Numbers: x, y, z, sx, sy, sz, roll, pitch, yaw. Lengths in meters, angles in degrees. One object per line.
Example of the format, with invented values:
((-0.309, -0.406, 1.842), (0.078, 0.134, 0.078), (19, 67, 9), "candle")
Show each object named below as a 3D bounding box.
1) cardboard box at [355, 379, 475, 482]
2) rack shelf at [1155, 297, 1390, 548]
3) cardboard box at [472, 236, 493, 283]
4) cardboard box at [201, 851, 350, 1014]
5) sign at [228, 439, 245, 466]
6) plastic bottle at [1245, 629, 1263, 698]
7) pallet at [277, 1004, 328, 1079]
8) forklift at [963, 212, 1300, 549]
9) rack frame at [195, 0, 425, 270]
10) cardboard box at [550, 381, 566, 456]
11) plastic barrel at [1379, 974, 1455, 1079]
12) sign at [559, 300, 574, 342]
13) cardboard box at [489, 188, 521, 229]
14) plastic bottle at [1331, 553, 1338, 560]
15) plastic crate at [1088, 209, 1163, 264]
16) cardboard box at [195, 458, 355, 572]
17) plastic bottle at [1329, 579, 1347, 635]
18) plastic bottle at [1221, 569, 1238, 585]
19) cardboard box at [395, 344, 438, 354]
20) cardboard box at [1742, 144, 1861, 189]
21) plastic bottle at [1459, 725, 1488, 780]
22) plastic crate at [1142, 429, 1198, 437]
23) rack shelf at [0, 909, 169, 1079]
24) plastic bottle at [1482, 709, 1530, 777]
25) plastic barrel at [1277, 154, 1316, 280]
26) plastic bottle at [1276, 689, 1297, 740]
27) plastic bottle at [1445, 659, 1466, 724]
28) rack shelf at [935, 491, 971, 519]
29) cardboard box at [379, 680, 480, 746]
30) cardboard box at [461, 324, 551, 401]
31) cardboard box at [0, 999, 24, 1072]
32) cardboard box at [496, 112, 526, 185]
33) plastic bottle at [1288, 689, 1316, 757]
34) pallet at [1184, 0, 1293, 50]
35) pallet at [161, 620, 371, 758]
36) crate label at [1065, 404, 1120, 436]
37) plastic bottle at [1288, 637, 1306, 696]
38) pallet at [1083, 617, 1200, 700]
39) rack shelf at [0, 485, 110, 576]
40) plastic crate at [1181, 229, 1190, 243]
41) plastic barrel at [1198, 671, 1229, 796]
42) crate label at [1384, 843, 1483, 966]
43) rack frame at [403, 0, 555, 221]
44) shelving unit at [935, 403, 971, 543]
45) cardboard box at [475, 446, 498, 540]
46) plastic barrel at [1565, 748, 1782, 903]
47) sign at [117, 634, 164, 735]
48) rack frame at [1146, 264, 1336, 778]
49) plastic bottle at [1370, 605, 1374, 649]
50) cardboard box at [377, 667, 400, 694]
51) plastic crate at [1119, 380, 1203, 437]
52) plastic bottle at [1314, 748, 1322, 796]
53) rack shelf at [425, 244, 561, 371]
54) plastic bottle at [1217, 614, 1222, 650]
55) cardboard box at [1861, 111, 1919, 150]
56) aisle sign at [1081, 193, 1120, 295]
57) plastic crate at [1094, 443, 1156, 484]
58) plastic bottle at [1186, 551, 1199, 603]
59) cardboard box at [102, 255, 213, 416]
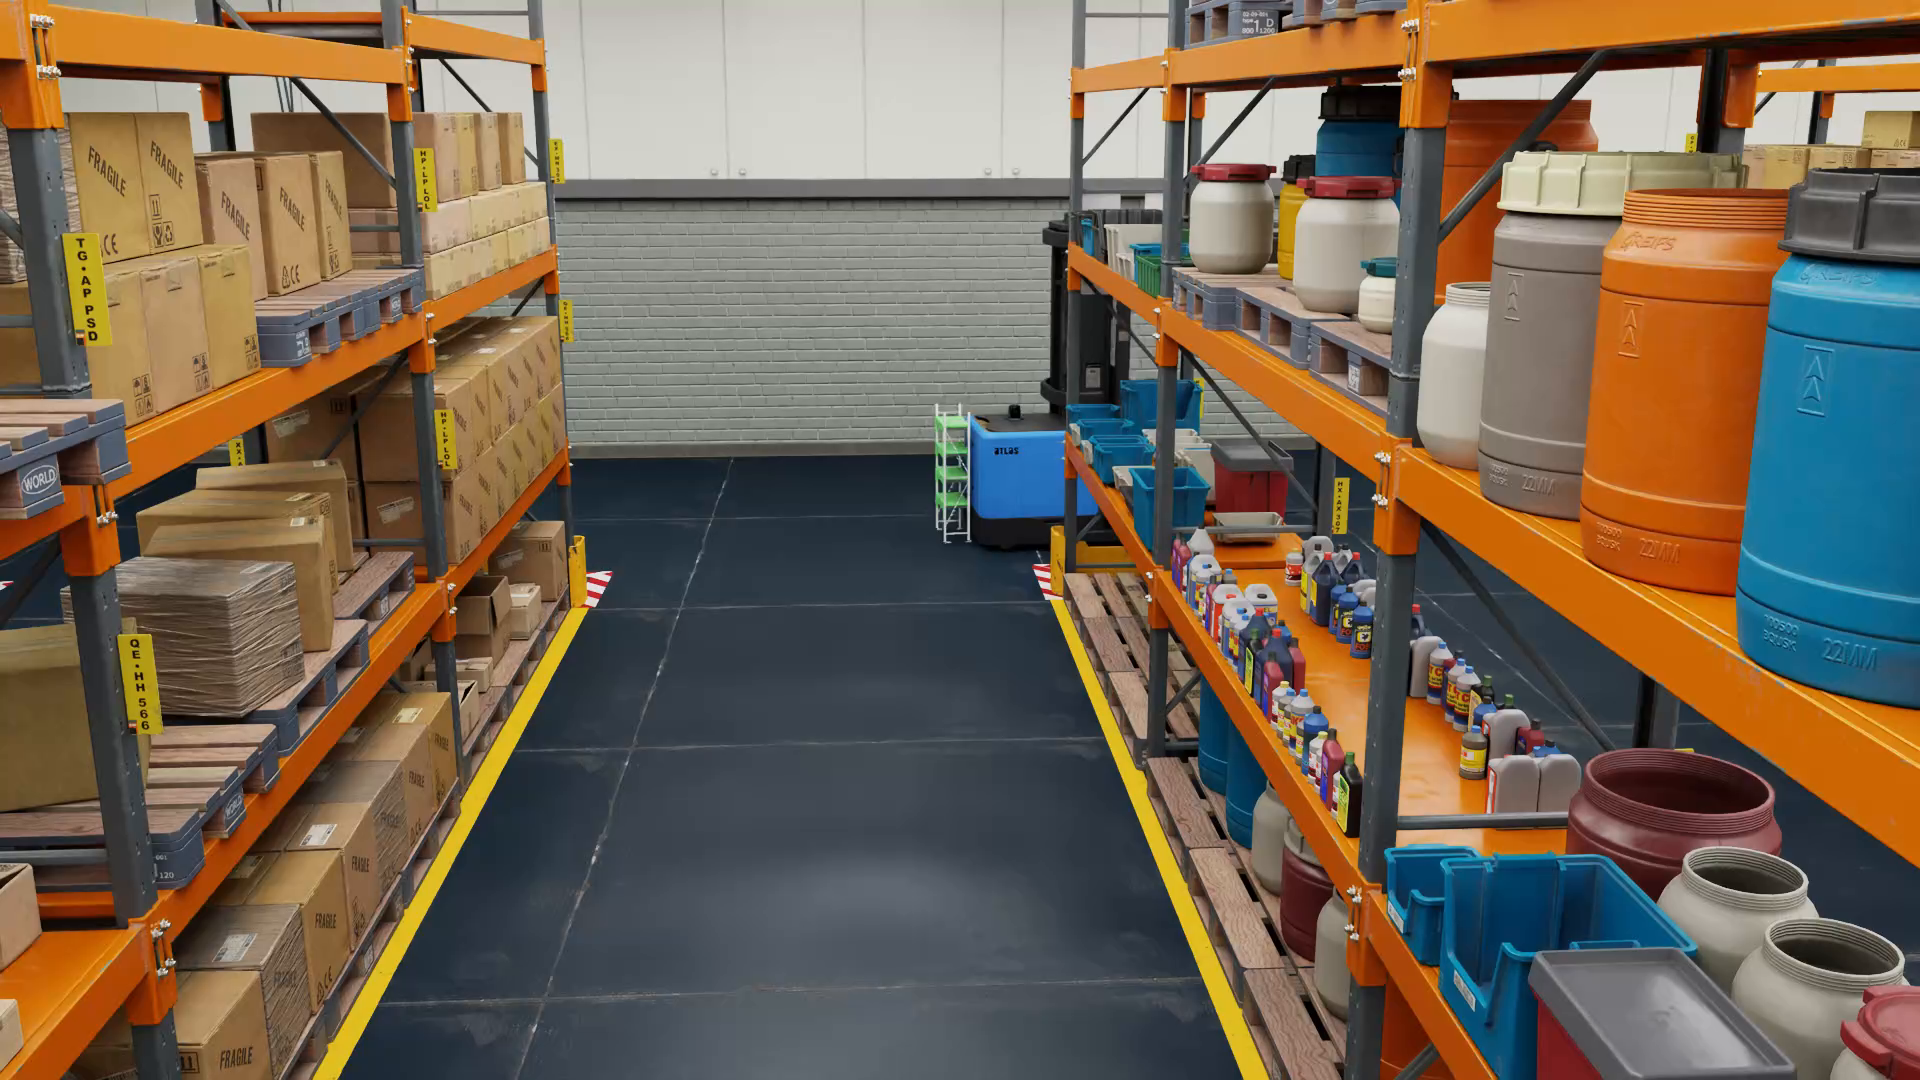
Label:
((-3.092, -0.629, 9.469), (0.500, 0.500, 0.500), (-1, 14, -2), "cardboard box")
((1.724, -0.658, 7.210), (1.077, 0.370, 4.000), (-1, 14, -3), "rack shelf")
((-3.184, -1.729, 10.230), (0.500, 0.250, 0.500), (-1, 14, -3), "cardboard box")
((-2.903, 1.645, 6.972), (0.500, 0.500, 0.500), (-1, 14, -4), "cardboard box")
((-3.885, -0.384, 8.986), (0.100, 0.325, 0.005), (-1, 14, -3), "sign")
((1.306, 0.543, 7.353), (0.061, 0.283, 0.133), (-1, 14, -3), "plastic bottle")
((-3.105, 2.184, 6.339), (1.003, 0.211, 1.213), (-1, 14, -3), "pallet")
((1.596, -1.488, 15.153), (3.031, 2.935, 1.130), (-2, 15, -9), "forklift")
((-3.344, -2.880, 8.386), (1.000, 3.000, 0.127), (-1, 14, -3), "rack frame")
((-3.292, -0.911, 12.571), (0.500, 0.500, 0.500), (0, 14, -2), "cardboard box")
((1.801, 1.670, 6.251), (0.600, 0.830, 0.708), (-1, 14, -3), "plastic barrel")
((-3.037, -1.687, 12.830), (0.100, 0.325, 0.005), (-1, 14, -3), "sign")
((-3.247, -2.219, 11.134), (0.500, 0.250, 0.500), (-1, 14, -3), "cardboard box")
((1.970, 0.193, 8.728), (0.152, 0.276, 0.135), (-1, 14, -3), "plastic bottle")
((1.173, -2.084, 11.434), (0.504, 0.338, 0.767), (-1, 14, -3), "plastic crate")
((-3.538, -0.106, 8.597), (0.700, 0.500, 0.500), (-6, 16, -22), "cardboard box")
((1.878, 0.328, 8.216), (0.097, 0.271, 0.097), (0, 14, 0), "plastic bottle")
((1.394, 0.251, 8.653), (0.097, 0.201, 0.097), (0, 14, 0), "plastic bottle")
((-3.729, -1.007, 10.938), (0.500, 0.500, 0.500), (-1, 14, -4), "cardboard box")
((6.381, -2.746, 12.640), (0.700, 0.500, 0.500), (-2, 15, -7), "cardboard box")
((1.992, 0.819, 6.445), (0.097, 0.201, 0.097), (0, 14, 0), "plastic bottle")
((1.583, -0.747, 12.541), (0.396, 0.136, 0.243), (-1, 14, -3), "plastic crate")
((-2.972, 1.865, 3.424), (1.077, 0.370, 4.000), (-1, 14, -3), "rack shelf")
((2.115, 0.777, 6.461), (0.152, 0.276, 0.135), (-1, 14, -3), "plastic bottle")
((1.859, -1.574, 8.108), (0.600, 0.588, 0.600), (0, 14, 0), "plastic barrel")
((1.358, 0.715, 6.851), (0.097, 0.201, 0.097), (0, 14, 0), "plastic bottle")
((2.107, 0.635, 7.021), (0.097, 0.271, 0.097), (0, 14, 0), "plastic bottle")
((-0.068, -0.325, 15.326), (0.258, 0.148, 0.480), (-2, 15, -9), "rack shelf")
((-3.154, 1.006, 9.832), (0.500, 0.311, 0.500), (-1, 14, -3), "cardboard box")
((-3.258, -1.270, 11.961), (0.500, 0.500, 0.500), (0, 14, -2), "cardboard box")
((-2.765, 1.361, 4.446), (0.380, 0.149, 0.250), (-1, 14, -3), "cardboard box")
((-3.544, -2.828, 11.993), (0.700, 0.500, 0.500), (-1, 14, -3), "cardboard box")
((1.370, 0.729, 6.654), (0.097, 0.271, 0.097), (0, 14, 0), "plastic bottle")
((1.682, -2.466, 7.955), (1.003, 0.211, 1.213), (-1, 14, -3), "pallet")
((-3.221, 0.629, 7.171), (1.003, 0.211, 1.213), (-1, 14, -3), "pallet")
((1.039, -0.927, 13.048), (0.416, 0.233, 0.303), (-1, 14, -3), "crate label")
((1.459, 0.574, 7.233), (0.061, 0.283, 0.133), (-1, 14, -3), "plastic bottle")
((1.437, 0.813, 11.665), (1.003, 0.211, 1.213), (-1, 14, -3), "pallet")
((-2.972, 0.413, 3.050), (1.077, 0.370, 4.000), (-1, 14, -3), "rack shelf")
((1.698, -2.155, 12.010), (0.450, 0.188, 0.336), (-1, 14, -3), "plastic crate")
((1.617, 0.898, 9.109), (0.600, 0.901, 0.708), (-1, 14, -3), "plastic barrel")
((1.500, 1.136, 5.152), (0.303, 0.233, 0.416), (-1, 14, -3), "crate label")
((-3.592, -3.875, 12.252), (1.000, 3.000, 0.127), (-1, 14, -3), "rack frame")
((-0.069, -0.620, 15.250), (0.258, 1.200, 0.503), (-2, 15, -9), "shelving unit")
((-3.139, -0.282, 10.125), (0.500, 0.500, 0.500), (-1, 14, -2), "cardboard box")
((2.179, 0.989, 5.113), (0.600, 0.536, 0.708), (-1, 14, -3), "plastic barrel")
((-2.542, 0.450, 5.159), (0.100, 0.325, 0.005), (-1, 14, -3), "sign")
((1.600, -0.051, 9.427), (1.000, 3.000, 0.127), (-1, 14, -3), "rack frame")
((2.024, 0.410, 7.886), (0.152, 0.276, 0.135), (-1, 14, -3), "plastic bottle")
((-3.662, 0.885, 9.924), (0.500, 0.500, 0.500), (-1, 14, -3), "cardboard box")
((1.559, -1.011, 12.969), (0.616, 0.435, 0.499), (-1, 14, -3), "plastic crate")
((1.394, 0.860, 6.287), (0.097, 0.201, 0.097), (0, 14, 0), "plastic bottle")
((-3.468, -1.577, 10.783), (1.077, 0.370, 4.000), (-1, 14, -3), "rack shelf")
((1.286, 0.426, 7.973), (0.097, 0.201, 0.097), (0, 14, 0), "plastic bottle")
((6.411, -2.735, 11.093), (0.500, 0.250, 0.500), (-1, 14, -5), "cardboard box")
((1.051, -2.318, 13.021), (0.394, 0.787, 0.004), (-1, 14, -3), "aisle sign")
((1.139, -0.525, 11.486), (0.416, 0.233, 0.300), (-1, 14, -3), "plastic crate")
((1.237, 0.195, 8.730), (0.097, 0.271, 0.097), (0, 14, 0), "plastic bottle")
((-3.188, -0.716, 5.794), (0.910, 0.500, 0.500), (-1, 14, -3), "cardboard box")
